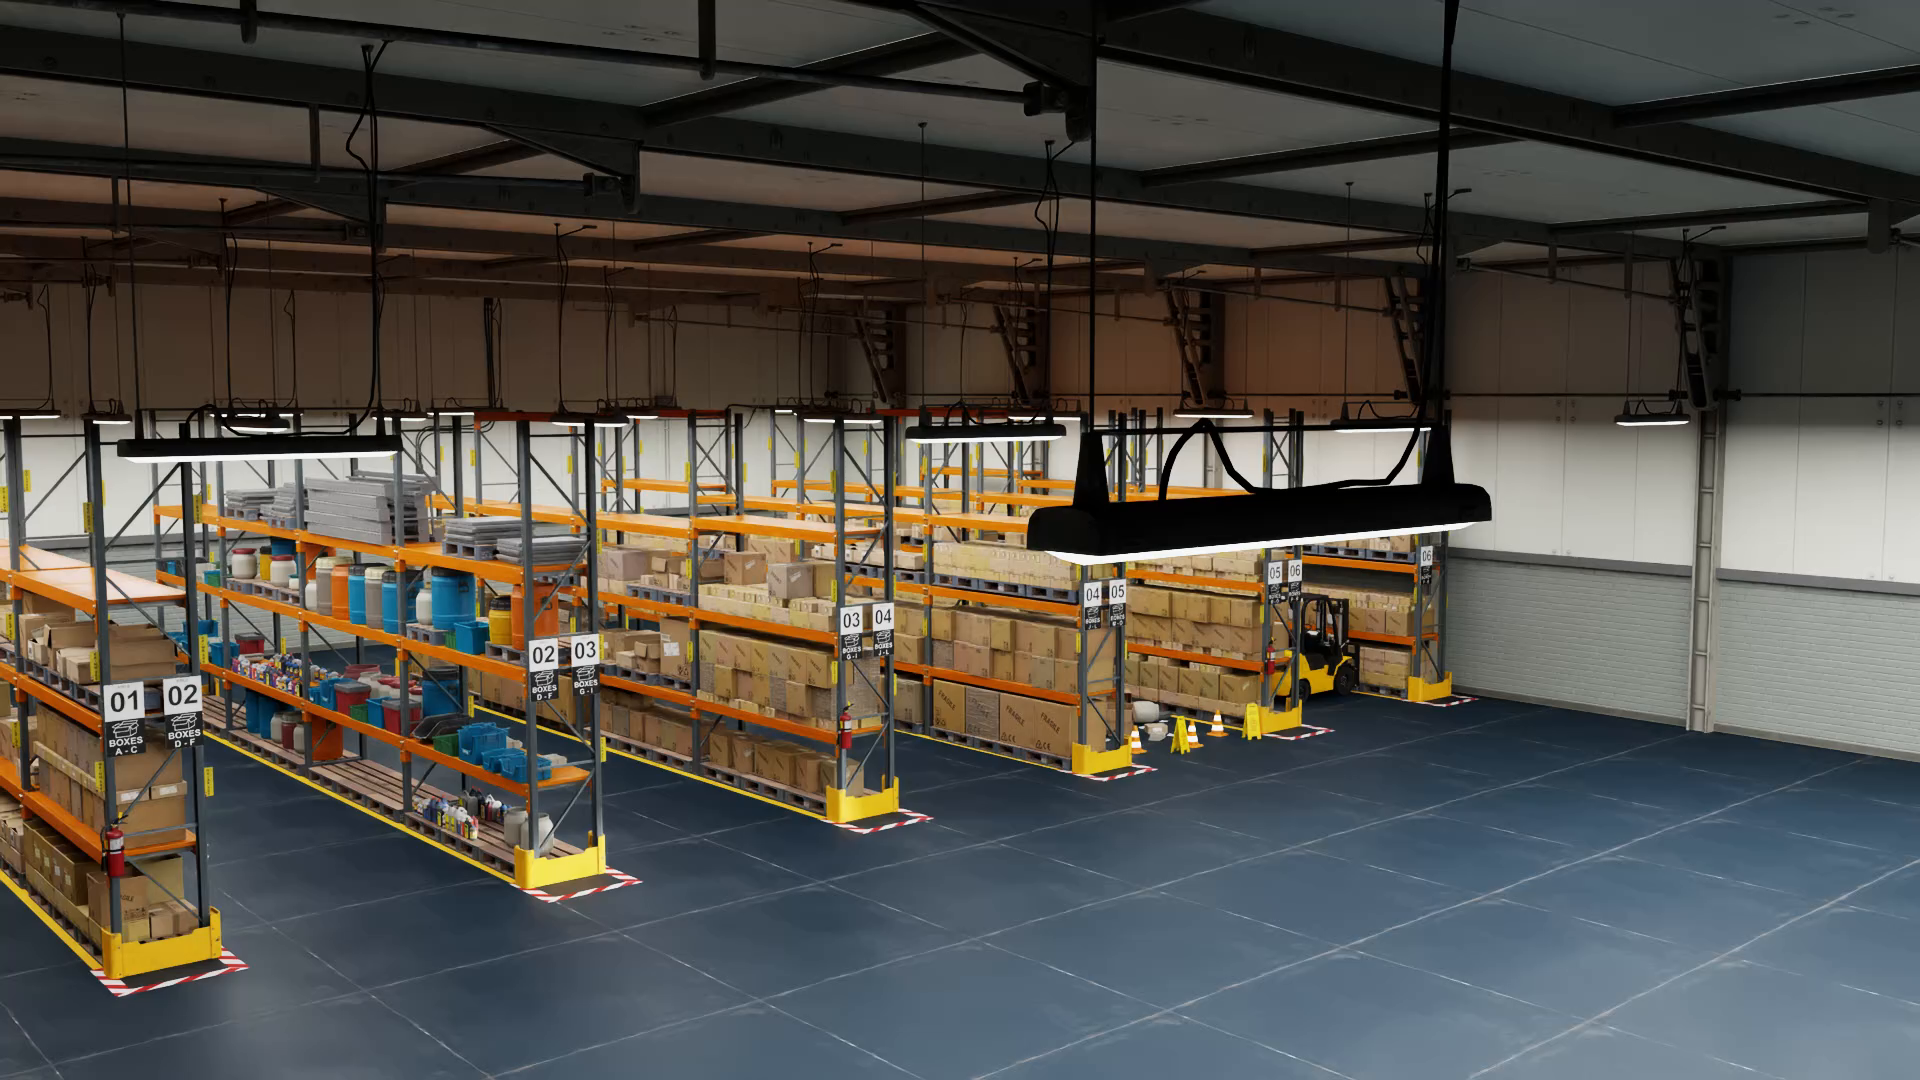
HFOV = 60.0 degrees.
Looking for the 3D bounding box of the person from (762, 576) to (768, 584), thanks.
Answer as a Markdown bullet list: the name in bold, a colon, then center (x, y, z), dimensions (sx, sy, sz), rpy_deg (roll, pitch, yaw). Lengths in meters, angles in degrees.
- **person**: center (-5.422, 1.499, 45.047), dimensions (0.521, 1.759, 0.929), rpy_deg (3, 6, 29)
